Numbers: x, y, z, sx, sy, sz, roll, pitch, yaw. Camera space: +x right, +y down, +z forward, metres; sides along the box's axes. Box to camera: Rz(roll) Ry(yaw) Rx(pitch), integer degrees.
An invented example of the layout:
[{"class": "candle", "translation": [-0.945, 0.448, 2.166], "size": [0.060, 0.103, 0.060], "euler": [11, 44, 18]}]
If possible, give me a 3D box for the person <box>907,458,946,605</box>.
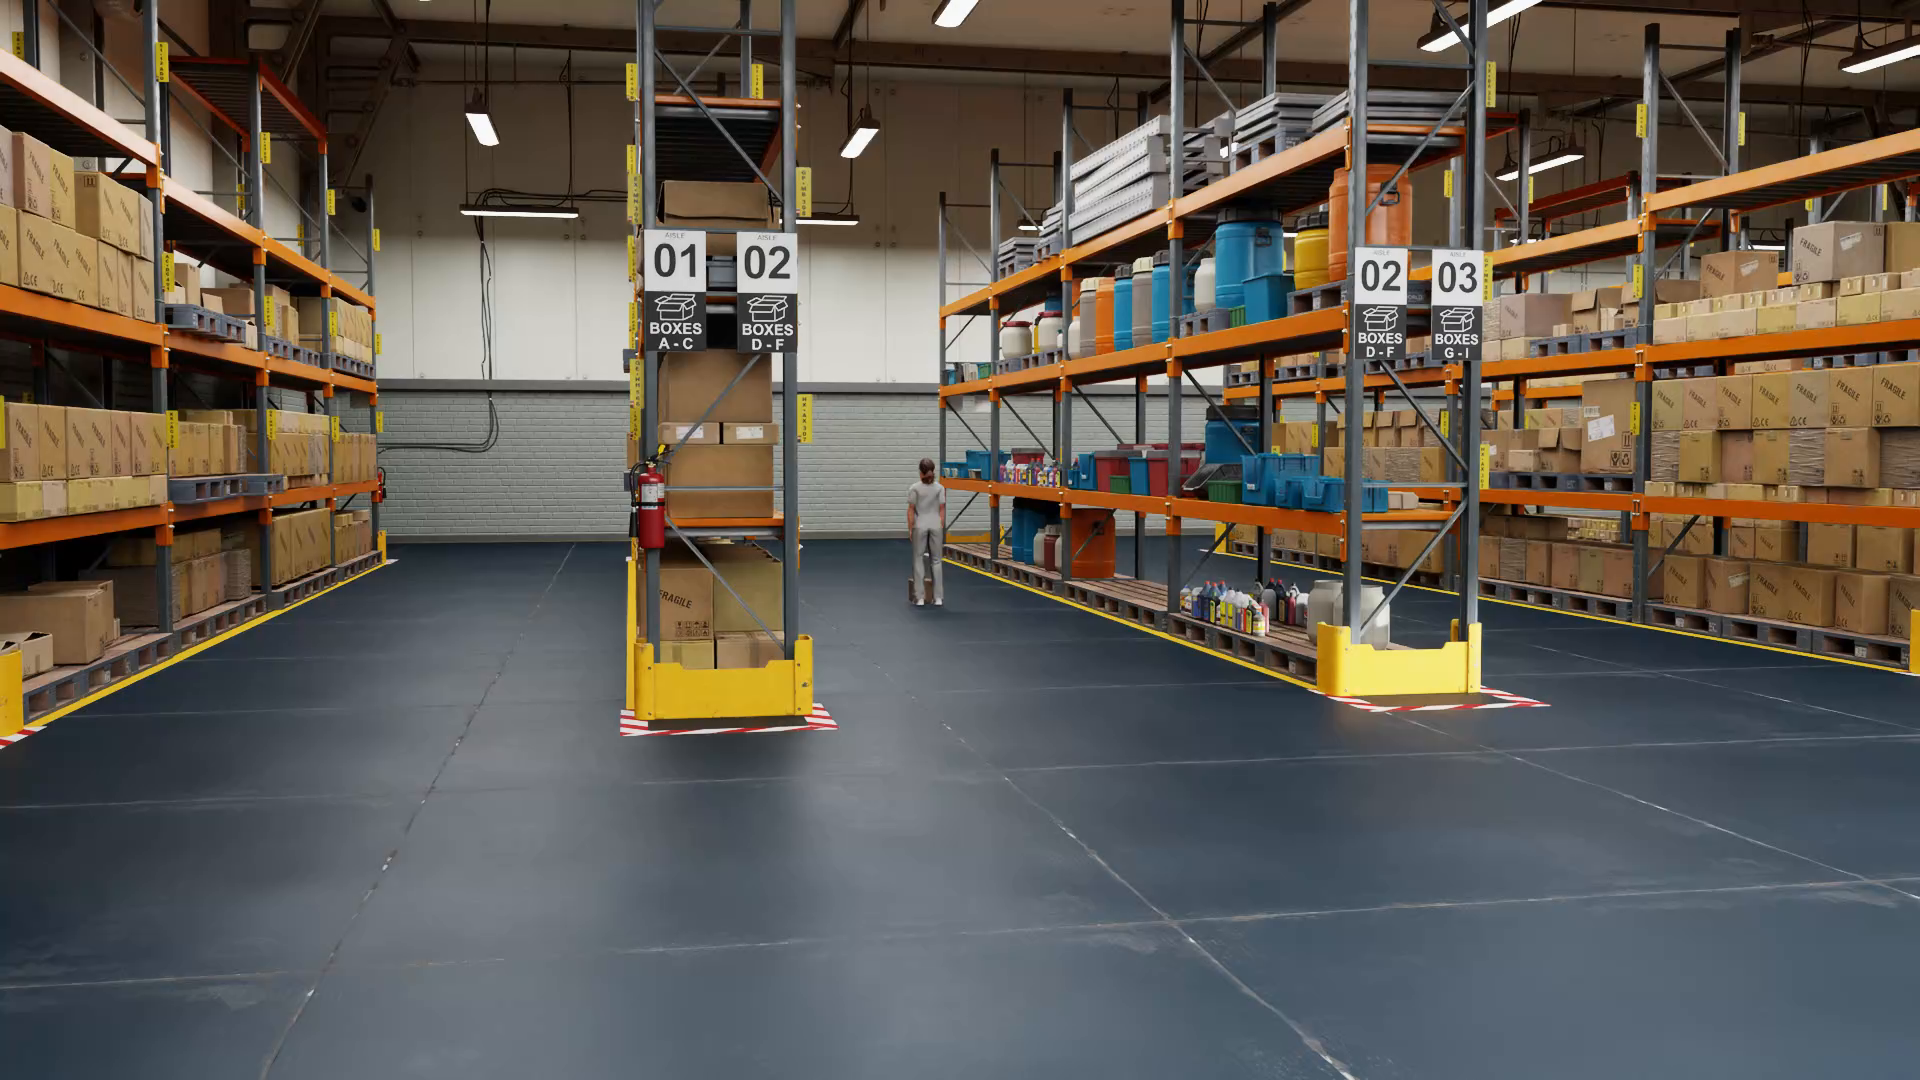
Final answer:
[{"class": "person", "translation": [-0.382, -0.092, 18.904], "size": [0.438, 1.672, 0.362], "euler": [-1, 3, -10]}]
